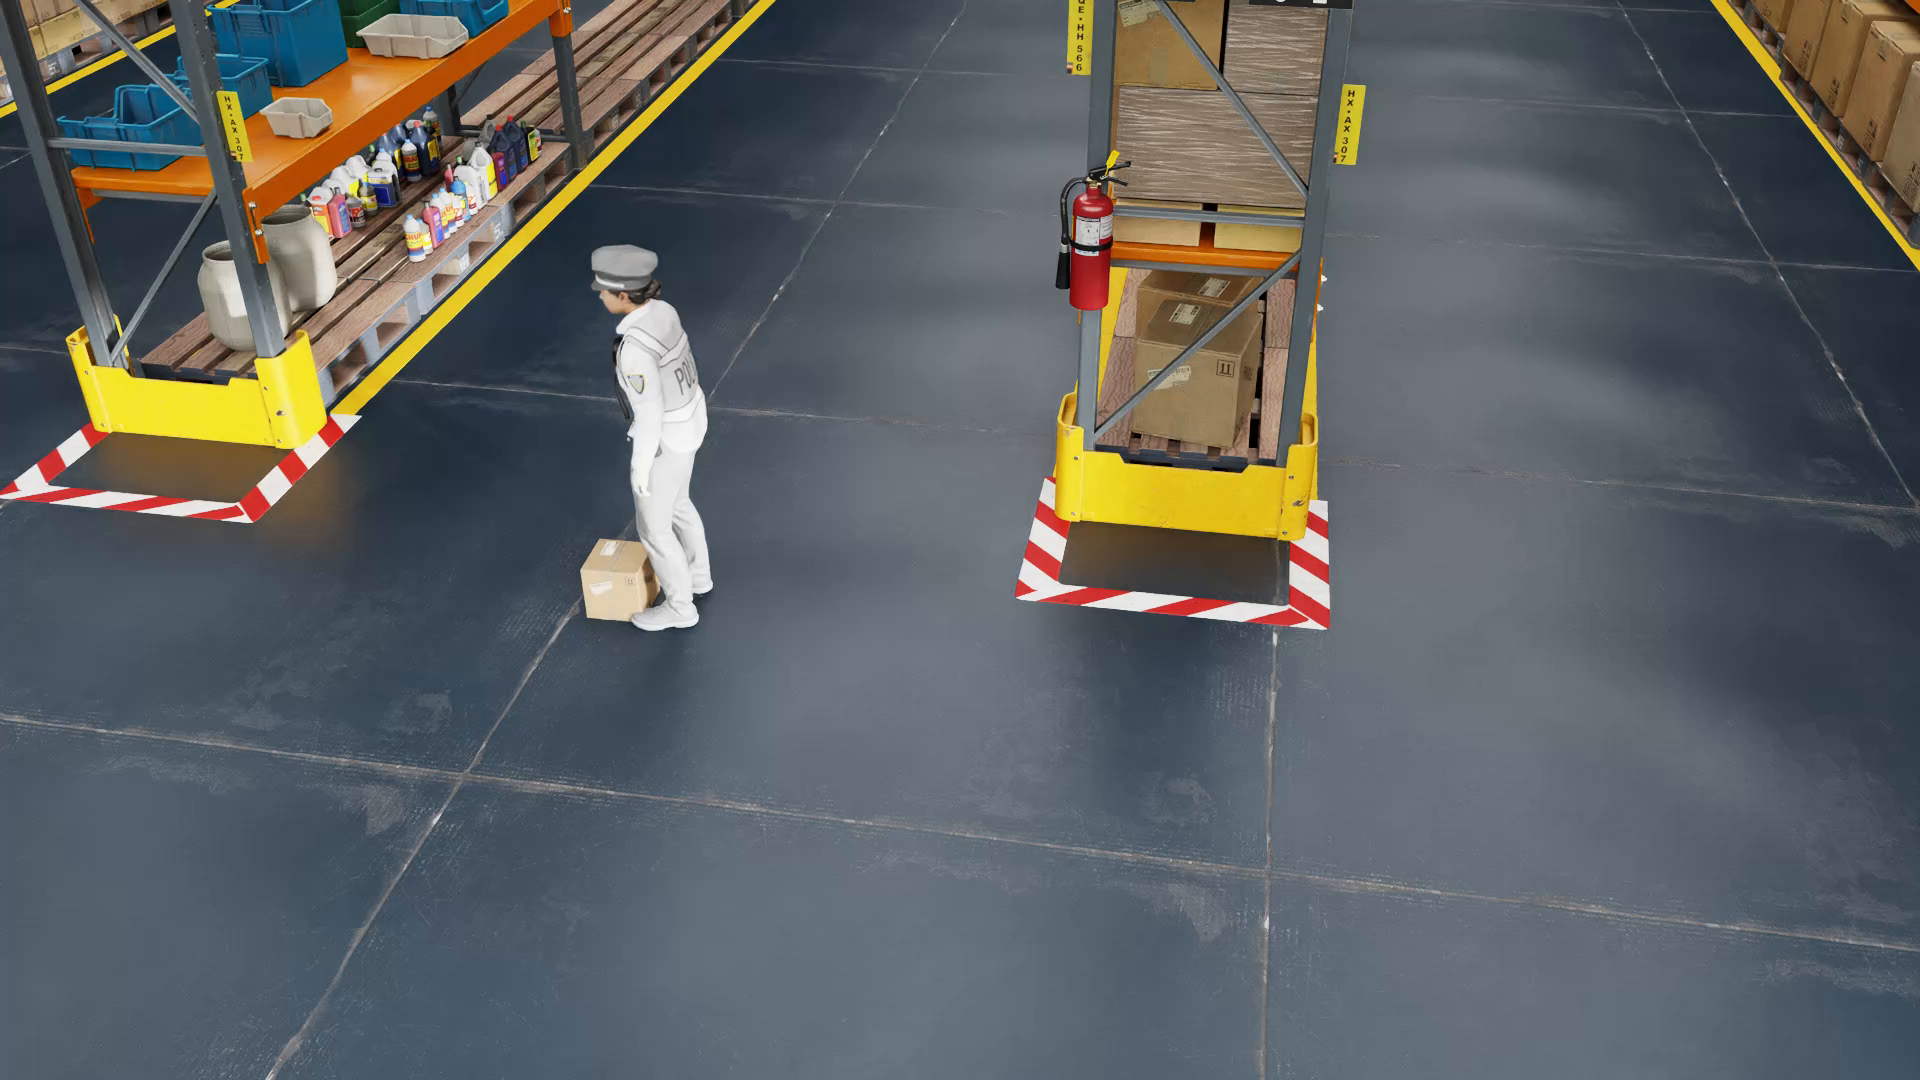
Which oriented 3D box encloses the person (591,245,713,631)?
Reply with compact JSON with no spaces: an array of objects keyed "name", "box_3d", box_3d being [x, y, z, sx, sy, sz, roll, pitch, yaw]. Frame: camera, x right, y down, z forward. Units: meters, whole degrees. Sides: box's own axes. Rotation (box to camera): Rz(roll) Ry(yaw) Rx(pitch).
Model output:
[{"name":"person","box_3d":[-1.223,-0.399,6.760,0.376,1.662,0.543,3,33,5]}]
